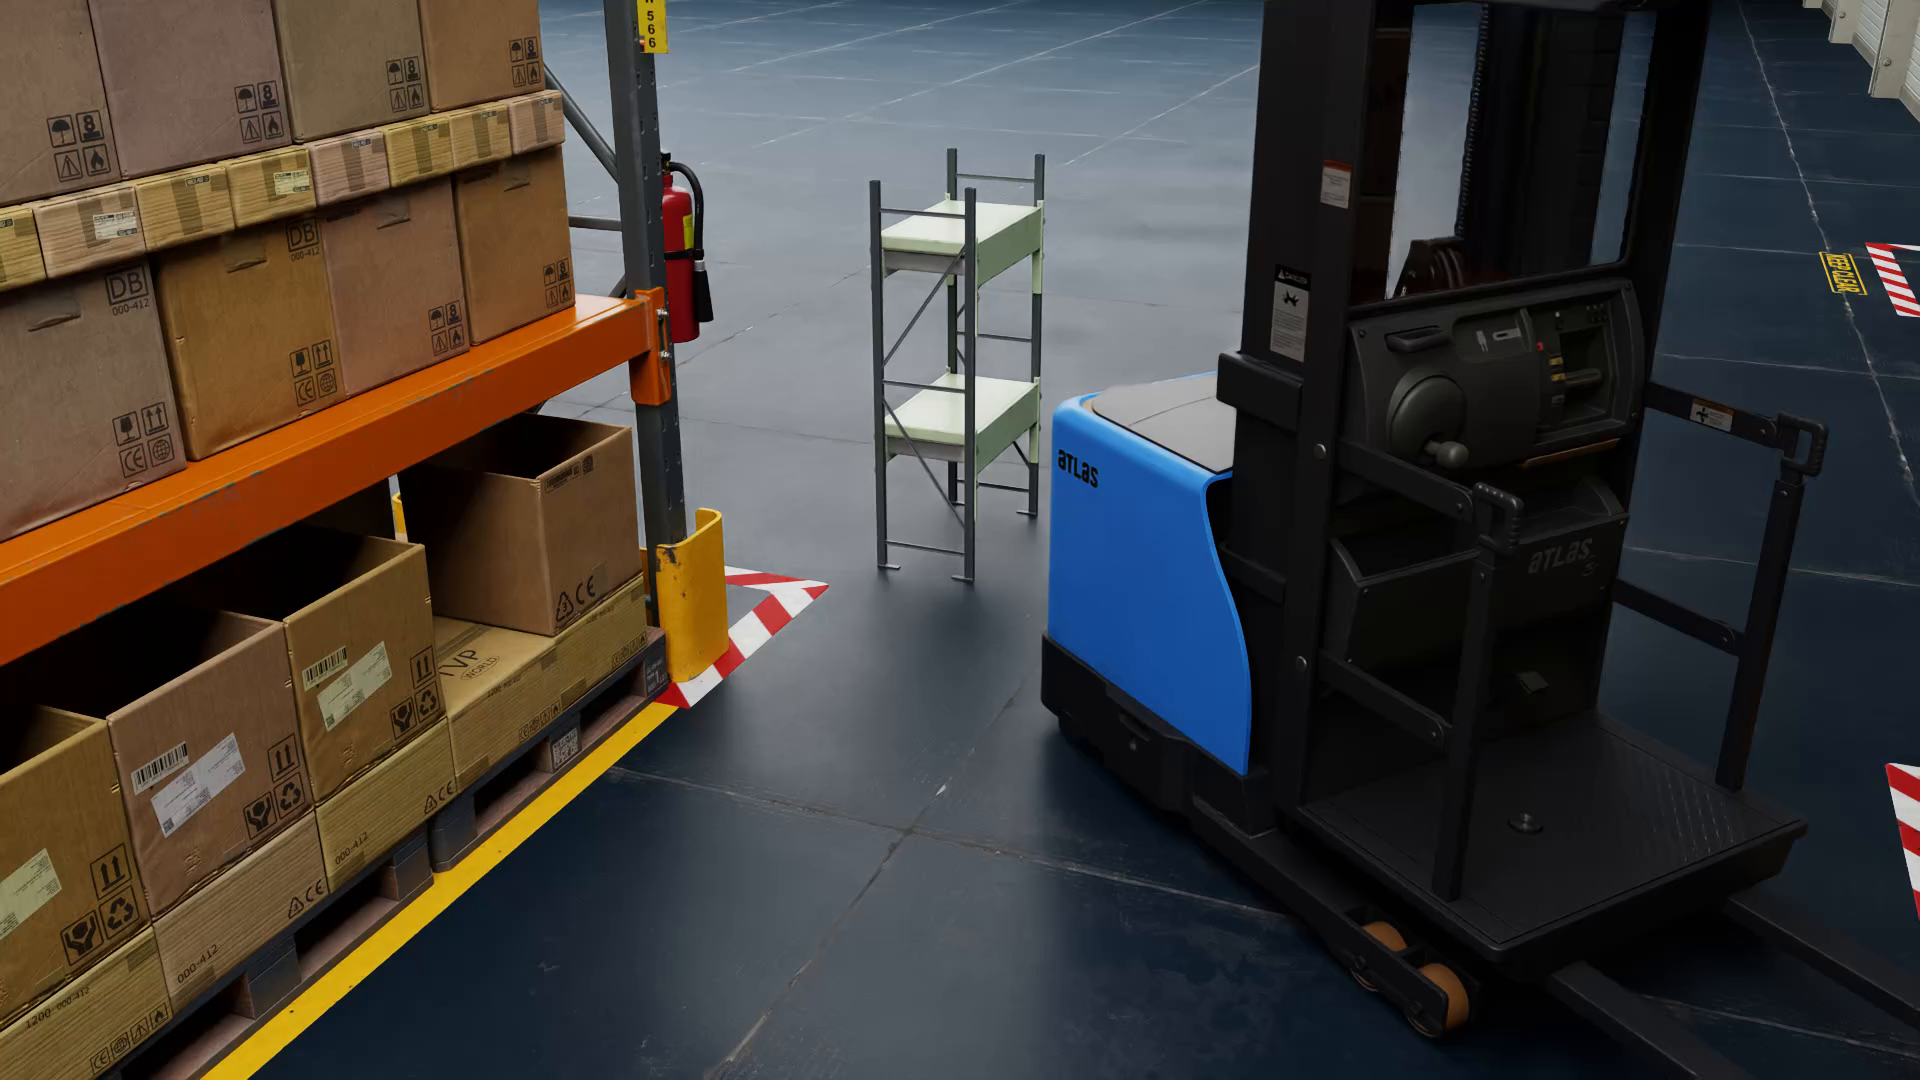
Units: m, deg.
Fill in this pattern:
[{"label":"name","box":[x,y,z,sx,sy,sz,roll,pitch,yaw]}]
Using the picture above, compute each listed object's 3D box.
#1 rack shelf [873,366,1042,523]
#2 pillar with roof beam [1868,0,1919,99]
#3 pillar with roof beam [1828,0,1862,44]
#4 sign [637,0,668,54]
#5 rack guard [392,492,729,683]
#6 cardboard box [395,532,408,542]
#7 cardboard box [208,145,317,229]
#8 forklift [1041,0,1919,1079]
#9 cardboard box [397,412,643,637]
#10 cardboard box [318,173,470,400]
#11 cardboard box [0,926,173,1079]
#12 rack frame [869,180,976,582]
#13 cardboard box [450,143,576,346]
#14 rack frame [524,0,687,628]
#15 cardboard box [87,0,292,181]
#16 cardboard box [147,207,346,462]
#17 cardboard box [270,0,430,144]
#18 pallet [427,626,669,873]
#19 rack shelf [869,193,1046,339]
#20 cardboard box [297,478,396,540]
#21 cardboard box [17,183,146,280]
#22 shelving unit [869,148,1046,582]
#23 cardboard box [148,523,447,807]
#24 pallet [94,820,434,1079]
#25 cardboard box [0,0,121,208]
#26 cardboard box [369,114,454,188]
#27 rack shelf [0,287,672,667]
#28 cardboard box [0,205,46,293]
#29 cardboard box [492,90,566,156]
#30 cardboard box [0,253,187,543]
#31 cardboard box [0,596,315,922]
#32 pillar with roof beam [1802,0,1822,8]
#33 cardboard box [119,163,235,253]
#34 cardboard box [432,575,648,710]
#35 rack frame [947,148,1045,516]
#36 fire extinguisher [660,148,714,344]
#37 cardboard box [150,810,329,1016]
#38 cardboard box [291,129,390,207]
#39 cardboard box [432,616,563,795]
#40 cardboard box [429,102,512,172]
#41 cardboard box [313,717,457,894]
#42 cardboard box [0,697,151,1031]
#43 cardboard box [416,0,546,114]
[{"label":"rack shelf","box":[0.002,-0.394,6.592,0.431,0.370,0.720,9,24,20]},{"label":"pillar with roof beam","box":[6.427,-9.775,18.477,9.100,9.000,0.400,9,24,20]},{"label":"pillar with roof beam","box":[8.656,-11.922,23.617,9.100,9.000,0.400,9,24,20]},{"label":"sign","box":[-0.907,-1.592,4.861,0.100,0.325,0.005,9,24,20]},{"label":"rack guard","box":[-1.397,0.113,5.830,1.175,0.500,0.348,9,24,20]},{"label":"cardboard box","box":[-1.812,0.204,5.393,0.500,0.250,0.500,9,24,20]},{"label":"cardboard box","box":[-1.755,-0.844,3.907,0.380,0.149,0.250,10,25,22]},{"label":"forklift","box":[1.421,-0.379,3.855,1.130,2.935,3.031,-12,26,-27]},{"label":"cardboard box","box":[-1.329,-0.068,5.070,0.500,0.500,0.500,9,24,20]},{"label":"cardboard box","box":[-1.782,-0.724,4.461,0.700,0.500,0.500,9,24,21]},{"label":"cardboard box","box":[-2.057,0.996,3.496,0.500,0.250,0.500,9,24,20]},{"label":"rack frame","box":[-0.133,-0.563,6.153,0.400,1.500,0.023,9,24,20]},{"label":"cardboard box","box":[-1.591,-0.912,4.912,0.700,0.500,0.500,9,24,20]},{"label":"rack frame","box":[-1.406,-1.031,5.327,1.000,3.000,0.127,9,24,20]},{"label":"cardboard box","box":[-1.988,-1.122,3.733,0.700,0.500,0.500,9,24,20]},{"label":"cardboard box","box":[-1.972,-0.547,4.038,0.700,0.500,0.500,9,24,20]},{"label":"cardboard box","box":[-1.801,-1.303,4.165,0.700,0.500,0.500,8,24,19]},{"label":"pallet","box":[-1.651,0.535,5.195,1.003,0.211,1.213,9,24,20]},{"label":"rack shelf","box":[0.002,-1.055,6.316,0.431,0.370,0.720,9,24,20]},{"label":"cardboard box","box":[-1.996,0.037,4.820,0.500,0.500,0.500,9,24,20]},{"label":"cardboard box","box":[-1.945,-0.657,3.461,0.380,0.149,0.250,8,24,19]},{"label":"shelving unit","box":[0.002,-0.694,6.467,0.431,1.500,0.755,9,24,20]},{"label":"cardboard box","box":[-1.687,0.292,4.209,0.500,0.500,0.500,9,24,20]},{"label":"pallet","box":[-2.106,0.970,4.154,1.003,0.211,1.213,9,24,20]},{"label":"cardboard box","box":[-2.174,-0.943,3.303,0.700,0.500,0.500,9,24,20]},{"label":"cardboard box","box":[-1.562,-1.027,4.347,0.380,0.149,0.250,8,24,19]},{"label":"rack shelf","box":[-2.149,0.016,3.753,1.077,0.370,4.000,9,24,20]},{"label":"cardboard box","box":[-2.040,-0.569,3.248,0.380,0.149,0.250,9,24,20]},{"label":"cardboard box","box":[-1.371,-1.213,4.790,0.380,0.149,0.250,8,24,19]},{"label":"cardboard box","box":[-2.164,-0.358,3.585,0.700,0.500,0.500,10,24,22]},{"label":"cardboard box","box":[-1.874,0.471,3.781,0.500,0.500,0.500,9,24,20]},{"label":"pillar with roof beam","box":[10.884,-14.069,28.757,9.100,9.000,0.400,9,24,20]},{"label":"cardboard box","box":[-1.851,-0.749,3.681,0.380,0.149,0.250,9,24,22]},{"label":"cardboard box","box":[-1.331,0.278,5.216,0.500,0.250,0.500,9,24,20]},{"label":"rack frame","box":[0.138,-0.825,6.780,0.400,1.500,0.023,9,24,20]},{"label":"fire extinguisher","box":[-0.931,-0.971,5.284,0.296,0.674,0.183,9,24,20]},{"label":"cardboard box","box":[-1.877,0.816,3.926,0.500,0.250,0.500,9,24,20]},{"label":"cardboard box","box":[-1.657,-0.938,4.132,0.380,0.149,0.250,9,24,21]},{"label":"cardboard box","box":[-1.505,0.459,4.783,0.500,0.250,0.500,9,24,20]},{"label":"cardboard box","box":[-1.467,-1.119,4.566,0.380,0.149,0.250,9,24,21]},{"label":"cardboard box","box":[-1.690,0.638,4.354,0.500,0.250,0.500,9,24,20]},{"label":"cardboard box","box":[-2.058,0.650,3.352,0.500,0.500,0.500,9,24,20]},{"label":"cardboard box","box":[-1.611,-1.492,4.617,0.700,0.500,0.500,9,24,20]}]
